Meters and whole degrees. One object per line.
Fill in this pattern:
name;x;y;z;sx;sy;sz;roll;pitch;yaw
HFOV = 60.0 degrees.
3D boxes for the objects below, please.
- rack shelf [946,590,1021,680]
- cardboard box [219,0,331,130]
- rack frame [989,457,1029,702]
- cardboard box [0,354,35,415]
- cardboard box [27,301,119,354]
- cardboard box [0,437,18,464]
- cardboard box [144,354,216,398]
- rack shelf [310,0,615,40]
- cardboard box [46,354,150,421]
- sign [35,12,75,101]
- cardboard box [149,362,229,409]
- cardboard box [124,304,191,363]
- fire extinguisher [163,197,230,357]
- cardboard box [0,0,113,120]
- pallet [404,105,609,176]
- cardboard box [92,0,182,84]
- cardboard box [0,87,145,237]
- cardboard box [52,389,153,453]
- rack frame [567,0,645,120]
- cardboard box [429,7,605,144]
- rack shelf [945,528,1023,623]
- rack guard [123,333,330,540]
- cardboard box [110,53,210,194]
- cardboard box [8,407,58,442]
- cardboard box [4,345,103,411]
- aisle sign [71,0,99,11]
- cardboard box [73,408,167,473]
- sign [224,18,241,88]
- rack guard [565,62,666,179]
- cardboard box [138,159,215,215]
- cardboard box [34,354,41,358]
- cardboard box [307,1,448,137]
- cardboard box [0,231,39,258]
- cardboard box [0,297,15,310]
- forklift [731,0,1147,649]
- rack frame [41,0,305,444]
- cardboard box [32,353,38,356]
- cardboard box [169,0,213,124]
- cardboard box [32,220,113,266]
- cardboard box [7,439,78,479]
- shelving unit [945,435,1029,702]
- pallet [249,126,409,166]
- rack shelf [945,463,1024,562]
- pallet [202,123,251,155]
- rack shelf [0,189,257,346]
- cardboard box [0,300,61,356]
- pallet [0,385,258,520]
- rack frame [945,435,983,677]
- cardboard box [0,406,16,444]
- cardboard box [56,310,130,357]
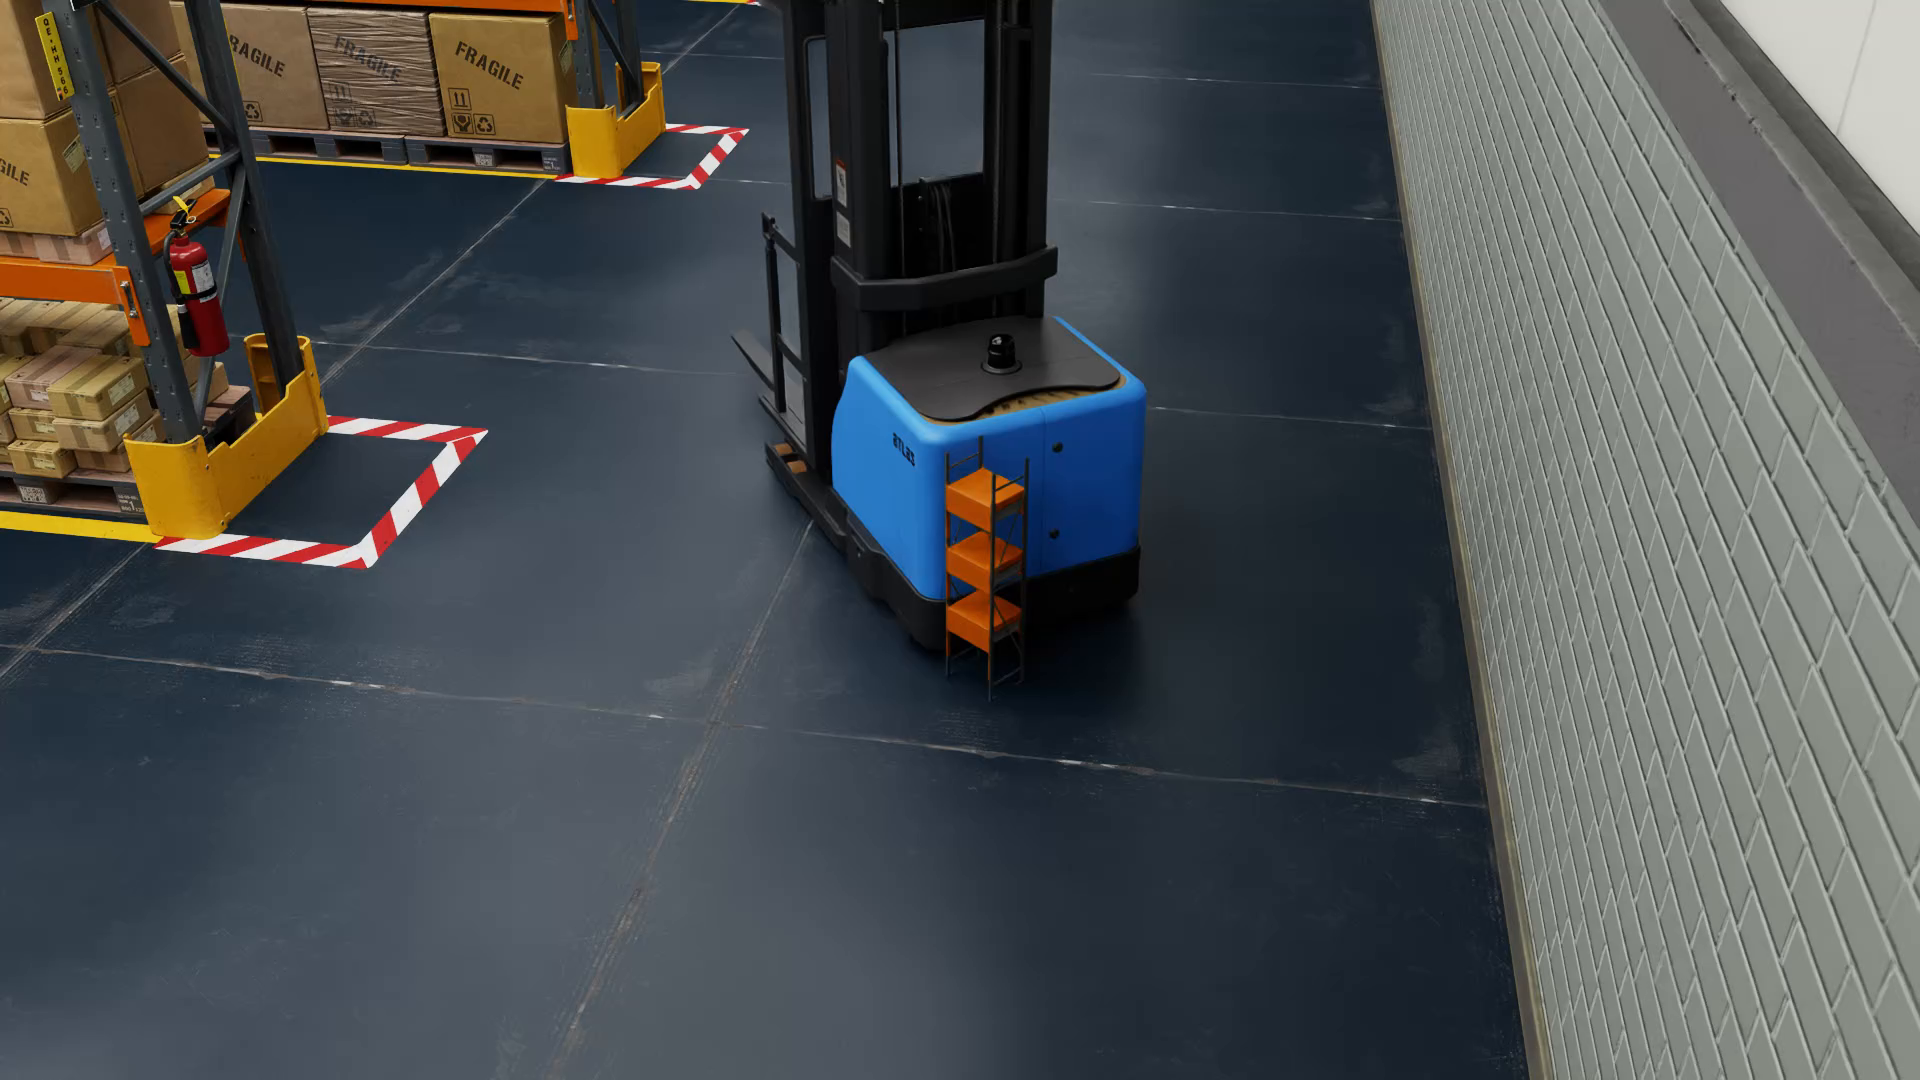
rack shelf;0.102;0.369;6.715;0.240;0.259;0.215;28;41;37
cardboard box;-4.959;-3.619;12.311;0.875;0.875;0.875;5;32;8
rack frame;0.189;0.170;6.490;0.008;1.050;0.200;28;41;37
cardboard box;-4.553;-0.726;7.813;0.250;0.149;0.380;4;32;7
cardboard box;-4.452;-1.078;8.375;0.250;0.149;0.380;5;32;8
cardboard box;-4.545;-0.526;8.055;0.250;0.149;0.380;5;32;8
cardboard box;-3.948;-0.857;8.303;0.250;0.149;0.380;6;33;10
rack shelf;-4.512;-4.039;12.054;4.000;0.370;1.077;5;32;8
cardboard box;-4.039;-0.717;7.798;0.250;0.149;0.380;6;32;9
sign;-3.587;-1.917;6.596;0.005;0.325;0.100;5;32;8
cardboard box;-3.937;-0.764;8.435;0.250;0.149;0.380;6;33;9
cardboard box;-3.934;-1.027;8.293;0.250;0.149;0.380;4;32;6
fire extinguisher;-3.304;-1.126;7.145;0.183;0.674;0.296;5;32;8
cardboard box;-3.967;-2.083;6.934;0.500;0.500;0.500;5;32;7
pallet;-3.342;-3.014;12.366;1.213;0.211;1.003;5;32;8
cardboard box;-3.872;-2.352;7.363;0.500;0.500;0.500;5;32;8
cardboard box;-3.961;-1.654;7.191;0.500;0.500;0.500;6;33;9
cardboard box;-4.043;-0.574;7.850;0.250;0.149;0.380;4;32;7
rack frame;-2.540;-4.165;11.578;0.127;3.000;1.000;5;32;8
cardboard box;-3.185;-3.458;12.054;0.875;0.875;0.875;5;32;8
rack shelf;0.102;0.133;6.568;0.240;0.259;0.215;28;41;37
rack guard;-3.549;-0.528;8.122;0.348;0.500;1.175;5;32;8
cardboard box;-3.870;-1.933;7.637;0.500;0.500;0.500;7;33;11
cardboard box;-4.291;-0.625;7.933;0.250;0.149;0.380;4;32;7
cardboard box;-4.277;-0.769;7.882;0.250;0.149;0.380;6;33;9
aisle sign;-3.453;-2.519;6.497;0.004;0.787;0.394;5;32;8
cardboard box;-4.028;-0.488;7.993;0.250;0.149;0.380;6;32;9
sign;-3.383;-2.231;7.671;0.005;0.325;0.100;5;32;8
rack guard;-2.517;-3.104;12.237;0.348;0.500;1.175;5;32;8
cardboard box;-3.738;-1.674;7.834;0.250;0.149;0.380;5;32;8
cardboard box;-4.464;-0.887;8.350;0.250;0.149;0.380;6;32;9
cardboard box;-4.082;-3.539;12.184;0.875;0.875;0.875;5;32;8
cardboard box;-4.082;-1.397;7.391;0.250;0.149;0.380;5;32;8
cardboard box;-4.983;-1.086;8.389;0.250;0.149;0.380;6;33;10
forklift;-0.309;-1.553;7.469;1.130;2.935;3.031;-14;35;-21
rack frame;-3.474;-1.580;7.448;0.127;3.000;1.000;5;32;8
cardboard box;-4.699;-0.966;8.477;0.250;0.149;0.380;6;33;10
cardboard box;-5.846;-3.699;12.439;0.875;0.875;0.875;5;32;8
cardboard box;-3.843;-1.355;7.325;0.250;0.149;0.380;5;32;8
cardboard box;-4.299;-0.458;7.945;0.250;0.149;0.380;6;33;10
shelving unit;0.102;0.124;6.562;0.252;1.050;0.215;28;41;37
pallet;-4.541;-3.124;12.542;1.213;0.211;1.003;5;32;8
rack shelf;0.102;-0.107;6.417;0.240;0.259;0.215;28;41;37
pallet;-5.747;-3.232;12.714;1.213;0.211;1.003;5;32;8
rack shelf;-5.446;-1.454;7.924;4.000;0.370;1.077;5;32;8
cardboard box;-4.711;-1.057;8.341;0.250;0.149;0.380;4;32;6
pallet;-4.344;-0.496;8.344;1.213;0.211;1.003;5;32;8
rack frame;0.016;0.079;6.635;0.008;1.050;0.200;28;41;37
cardboard box;-4.555;-0.619;7.923;0.250;0.149;0.380;4;32;6
cardboard box;-4.226;-0.988;8.232;0.250;0.149;0.380;6;33;9
